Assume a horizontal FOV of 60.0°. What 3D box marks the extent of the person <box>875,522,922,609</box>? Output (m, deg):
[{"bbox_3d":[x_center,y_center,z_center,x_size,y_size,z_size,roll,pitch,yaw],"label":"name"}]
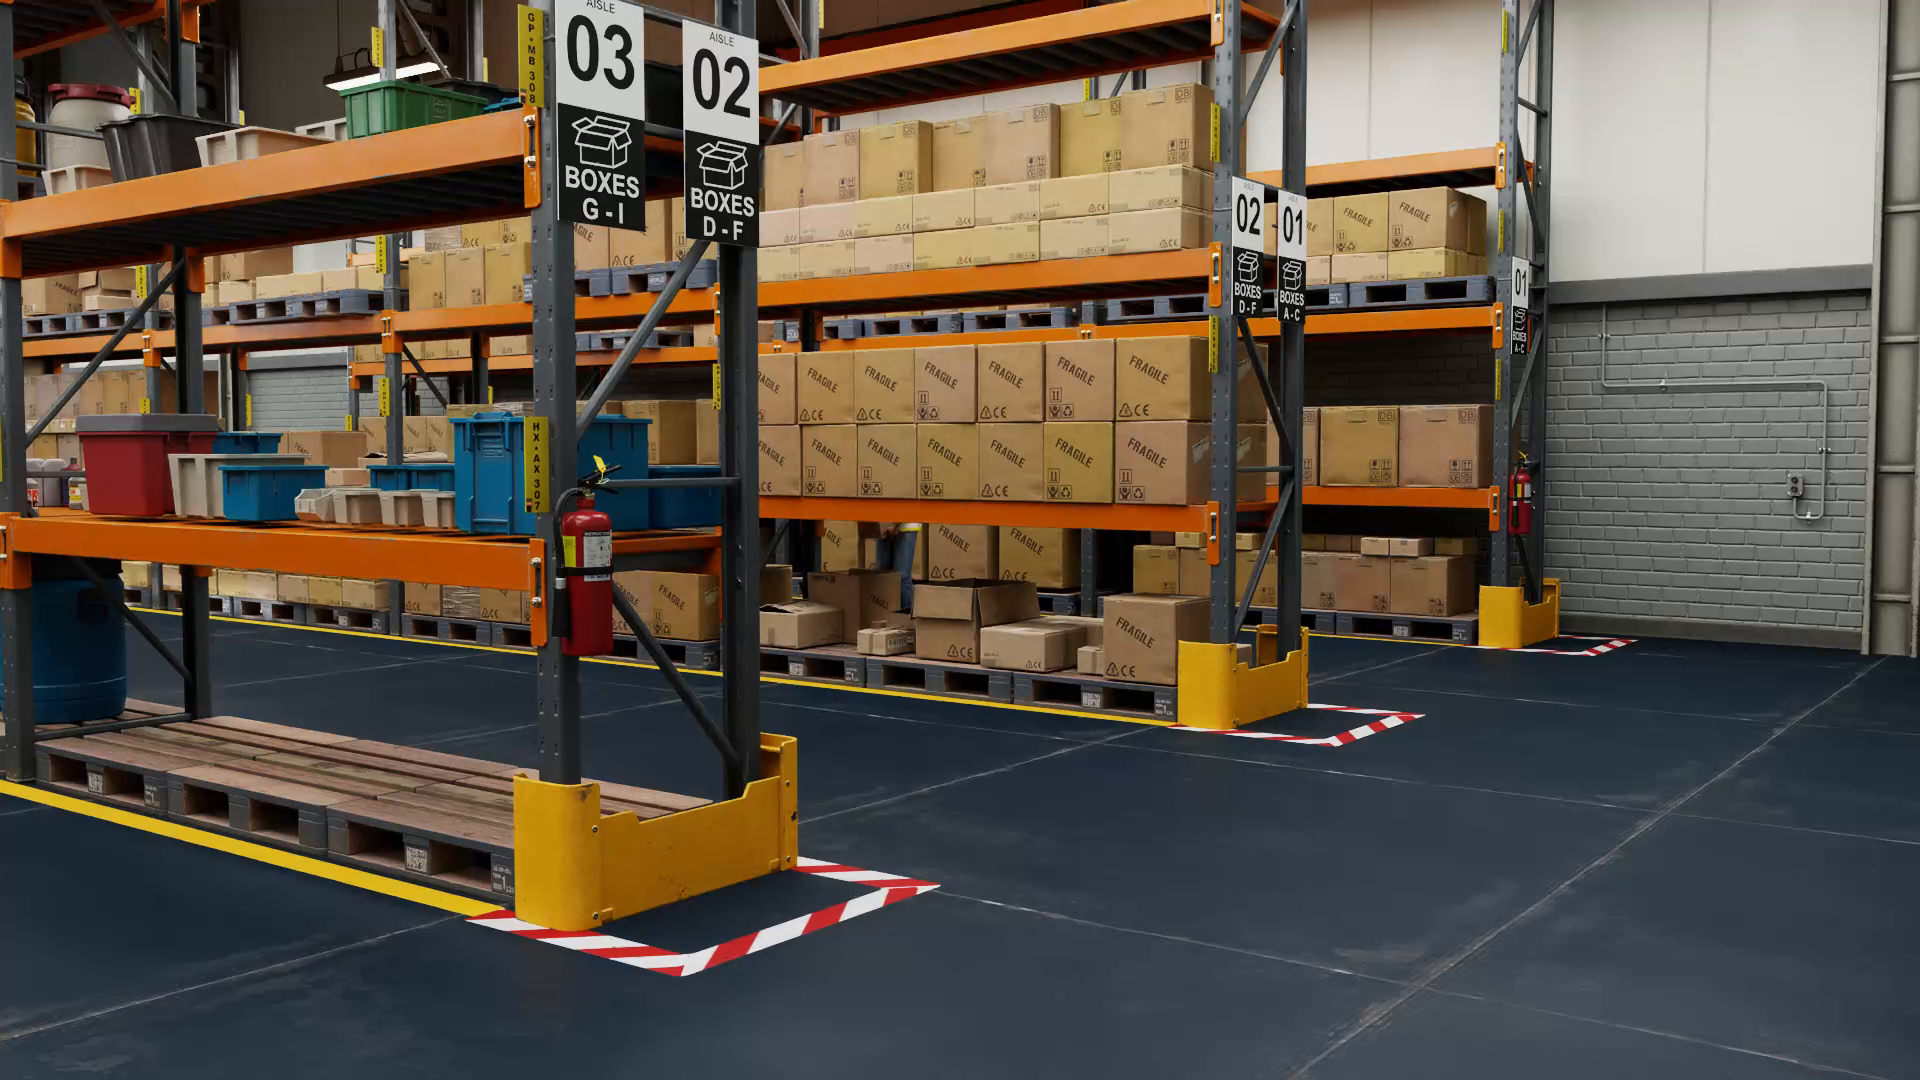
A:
[{"bbox_3d":[-0.607,-0.054,14.703,0.505,1.762,0.566,2,4,35],"label":"person"}]
